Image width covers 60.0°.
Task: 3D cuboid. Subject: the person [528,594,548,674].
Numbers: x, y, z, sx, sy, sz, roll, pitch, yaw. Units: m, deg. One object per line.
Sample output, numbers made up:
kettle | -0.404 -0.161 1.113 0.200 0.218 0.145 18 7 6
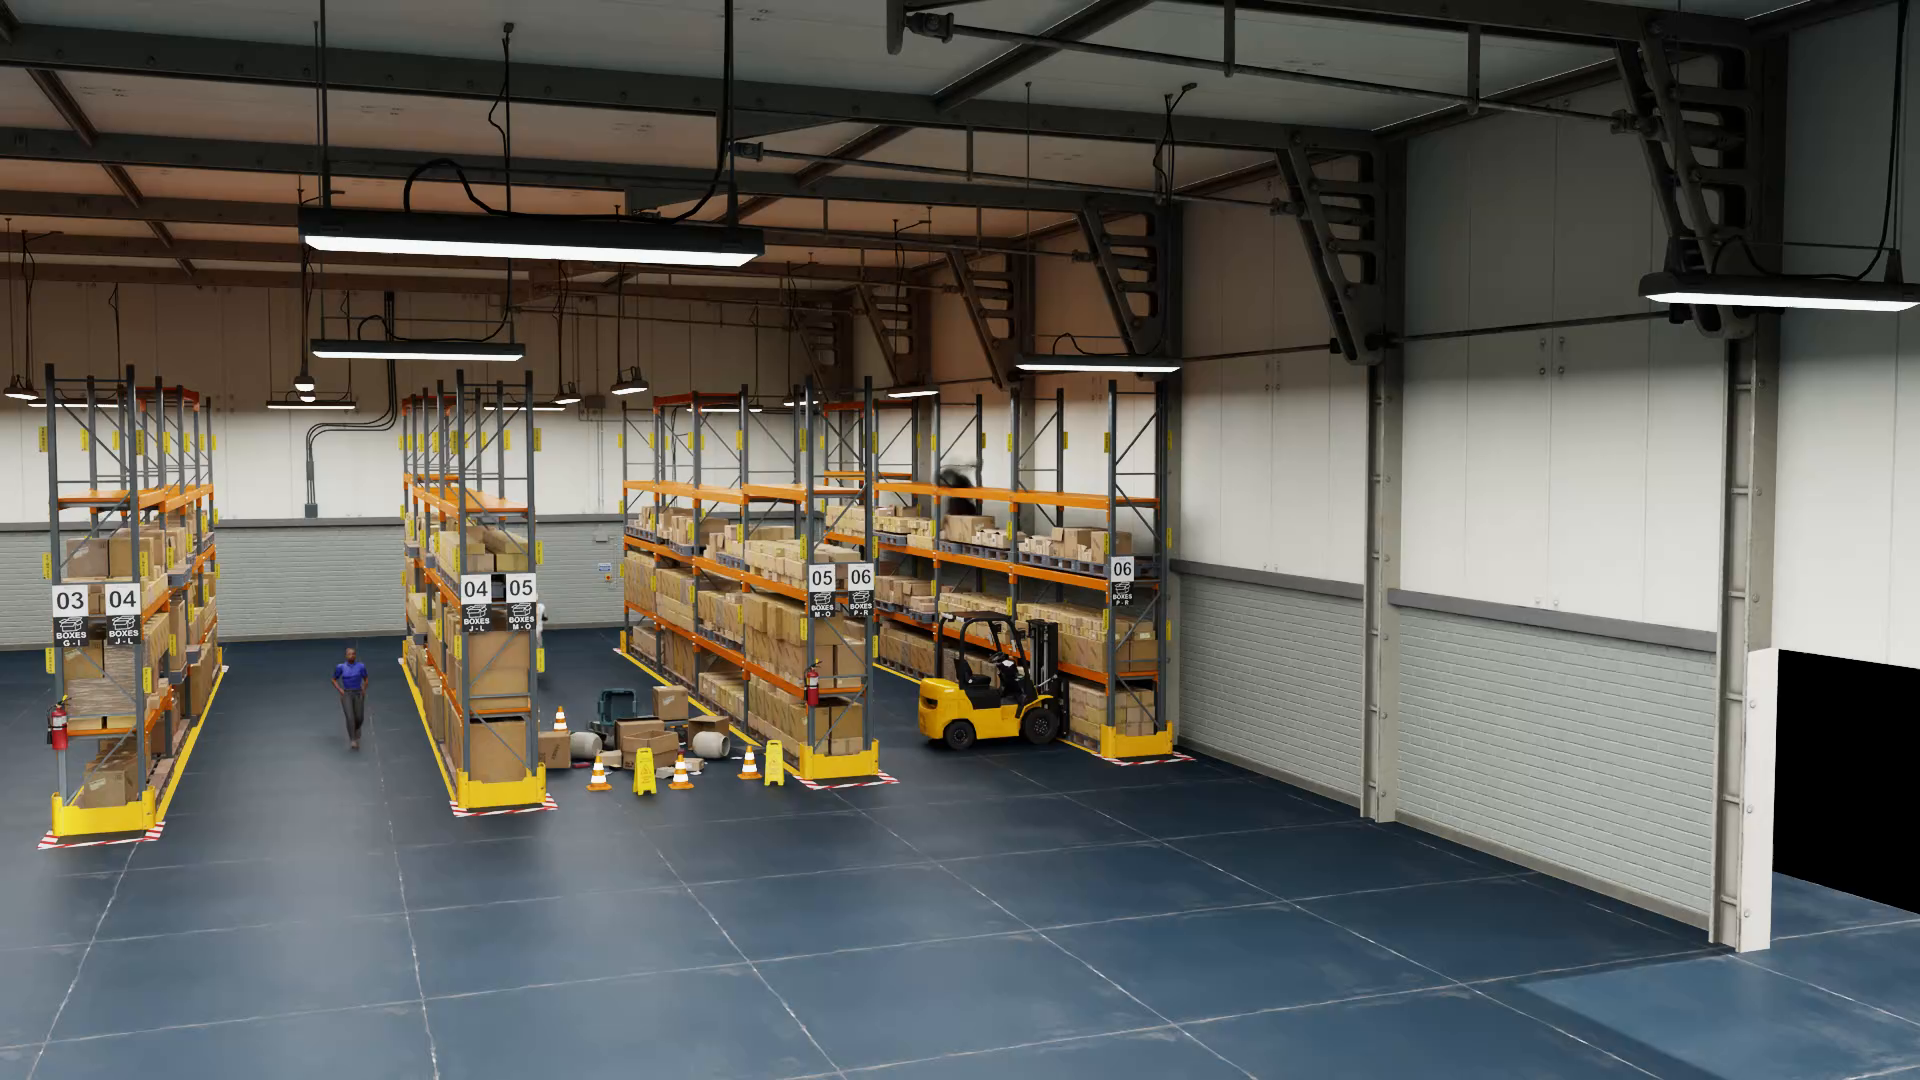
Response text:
person | -9.189 1.978 35.753 0.677 1.778 0.961 -2 4 -25

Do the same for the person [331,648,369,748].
person | -10.075 2.629 27.495 0.587 1.540 0.601 -2 4 -27
